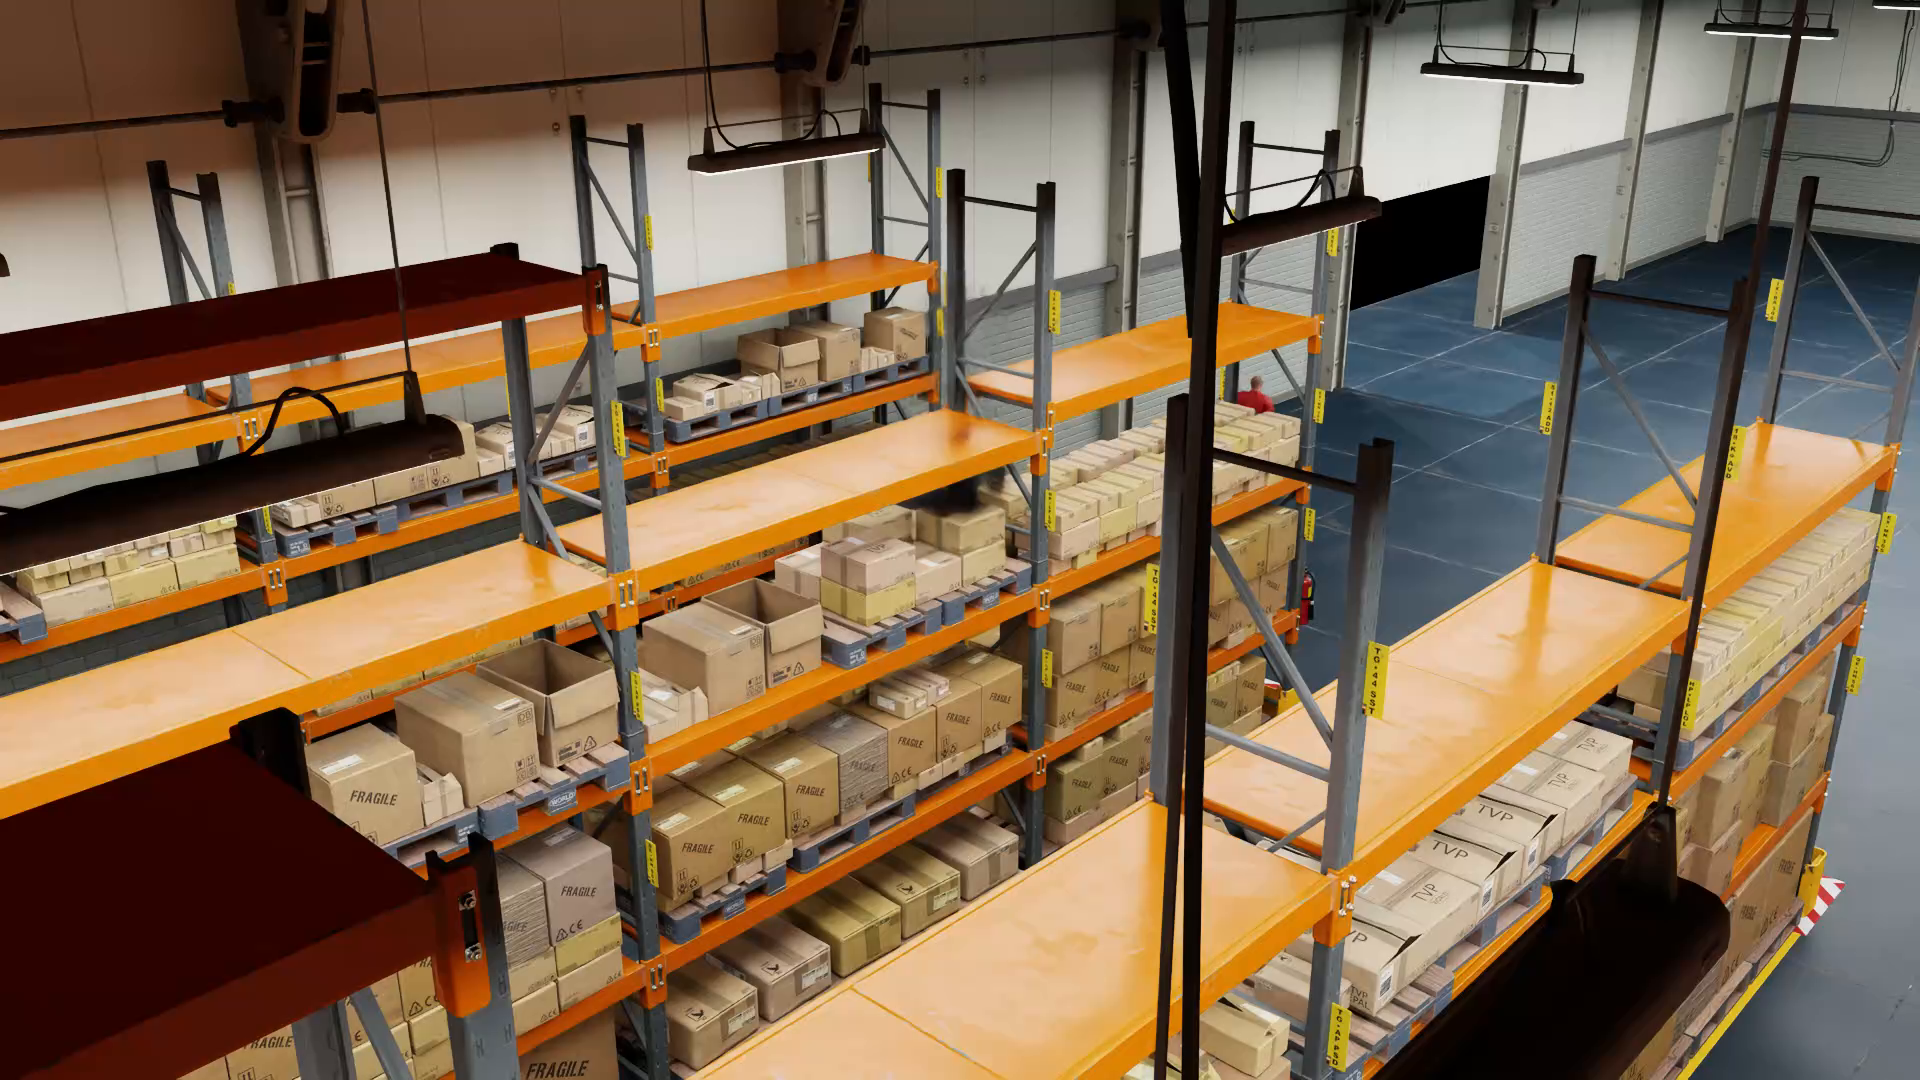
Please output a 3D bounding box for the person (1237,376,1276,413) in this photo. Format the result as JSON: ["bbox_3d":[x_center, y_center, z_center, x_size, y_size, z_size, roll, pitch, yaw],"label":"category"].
[{"bbox_3d":[4.054,-1.396,23.307,0.641,1.817,0.884,15,26,33],"label":"person"}]
